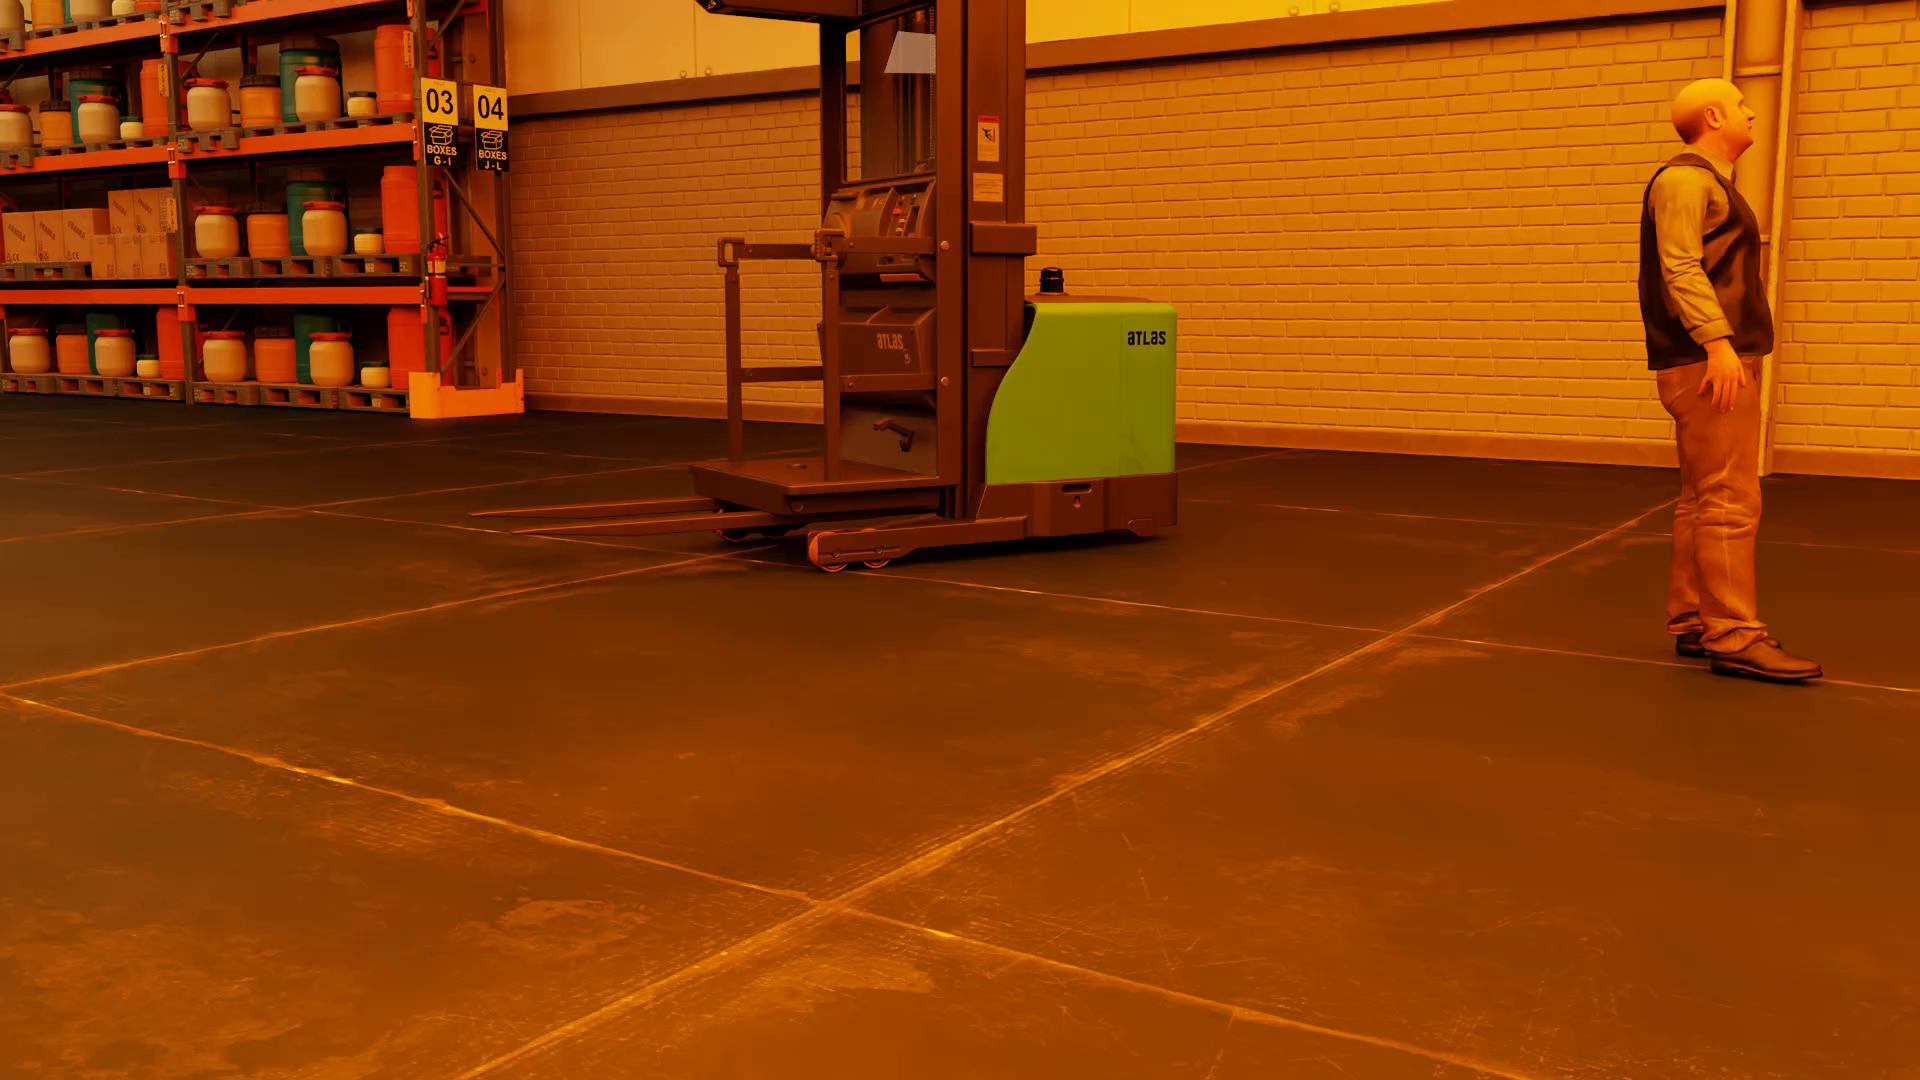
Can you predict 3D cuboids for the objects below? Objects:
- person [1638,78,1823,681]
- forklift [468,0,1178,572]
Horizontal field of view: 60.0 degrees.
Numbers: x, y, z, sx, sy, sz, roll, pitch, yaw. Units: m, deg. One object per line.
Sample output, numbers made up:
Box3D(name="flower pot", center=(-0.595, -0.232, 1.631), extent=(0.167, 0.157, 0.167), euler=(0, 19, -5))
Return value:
Box3D(name="person", center=(2.306, -0.498, 4.942), extent=(0.568, 1.720, 0.631), euler=(4, 9, 27))
Box3D(name="forklift", center=(-0.537, -1.406, 7.083), extent=(3.031, 2.935, 1.130), euler=(-5, 9, -30))
